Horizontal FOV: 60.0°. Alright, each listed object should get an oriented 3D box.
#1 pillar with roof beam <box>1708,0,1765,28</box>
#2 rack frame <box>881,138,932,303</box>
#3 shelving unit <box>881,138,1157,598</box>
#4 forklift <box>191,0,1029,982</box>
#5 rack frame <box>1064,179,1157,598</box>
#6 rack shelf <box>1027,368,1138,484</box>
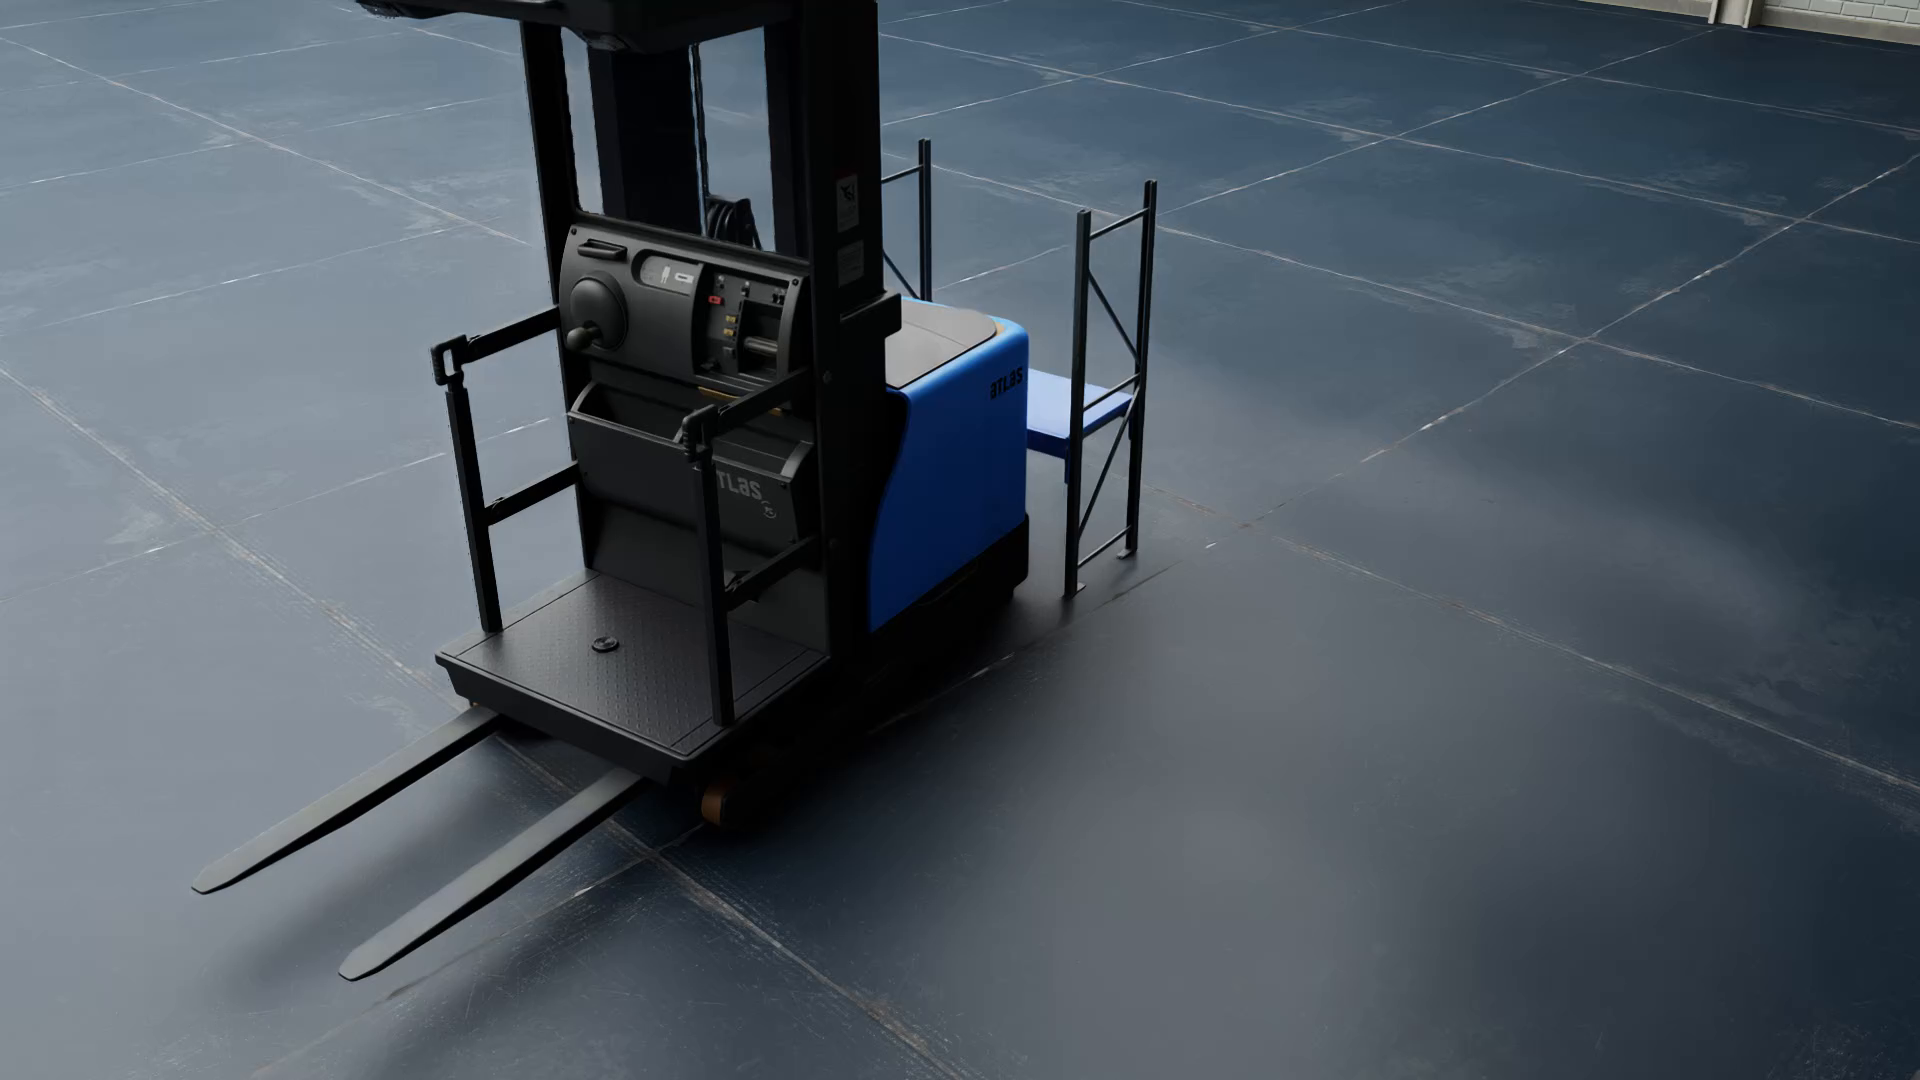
[{"bbox_3d":[4.662,-7.682,11.690,0.400,9.000,9.100,25,36,38],"label":"pillar with roof beam"},{"bbox_3d":[-0.272,-0.816,6.690,0.032,1.500,0.500,18,33,31],"label":"rack frame"},{"bbox_3d":[0.141,-0.678,6.428,1.048,1.500,0.538,18,33,31],"label":"shelving unit"},{"bbox_3d":[-0.970,-0.668,4.871,1.130,2.935,3.031,17,32,29],"label":"forklift"},{"bbox_3d":[0.554,-0.540,6.166,0.032,1.500,0.500,18,33,31],"label":"rack frame"},{"bbox_3d":[0.141,-0.519,6.512,1.000,0.185,0.538,18,33,31],"label":"rack shelf"}]
